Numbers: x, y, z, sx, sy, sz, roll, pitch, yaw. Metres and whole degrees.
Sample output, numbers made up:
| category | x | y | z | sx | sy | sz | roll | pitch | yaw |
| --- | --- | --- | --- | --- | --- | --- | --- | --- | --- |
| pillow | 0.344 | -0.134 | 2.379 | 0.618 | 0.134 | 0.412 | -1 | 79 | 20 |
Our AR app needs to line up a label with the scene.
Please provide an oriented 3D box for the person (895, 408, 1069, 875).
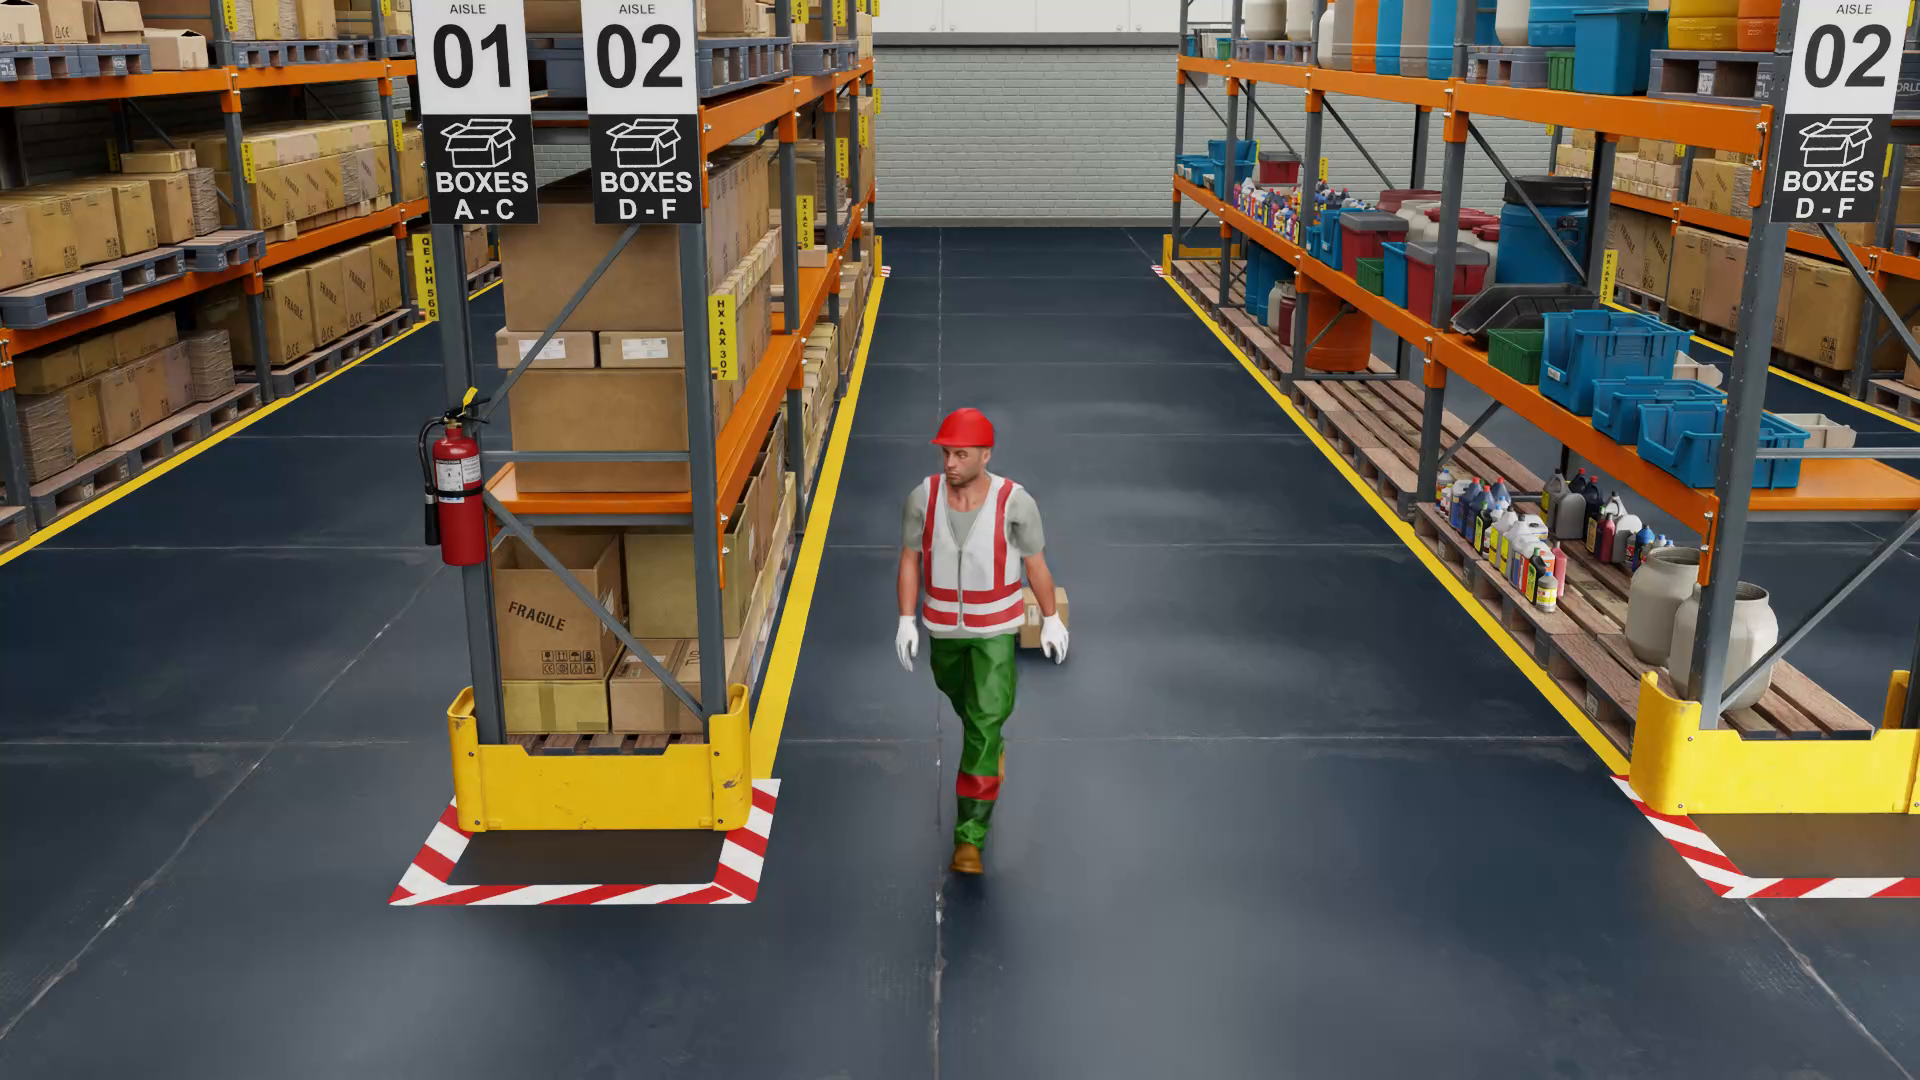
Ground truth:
| category | x | y | z | sx | sy | sz | roll | pitch | yaw |
| --- | --- | --- | --- | --- | --- | --- | --- | --- | --- |
| person | 0.062 | 0.336 | 6.442 | 0.644 | 1.732 | 1.101 | 6 | 18 | 18 |
